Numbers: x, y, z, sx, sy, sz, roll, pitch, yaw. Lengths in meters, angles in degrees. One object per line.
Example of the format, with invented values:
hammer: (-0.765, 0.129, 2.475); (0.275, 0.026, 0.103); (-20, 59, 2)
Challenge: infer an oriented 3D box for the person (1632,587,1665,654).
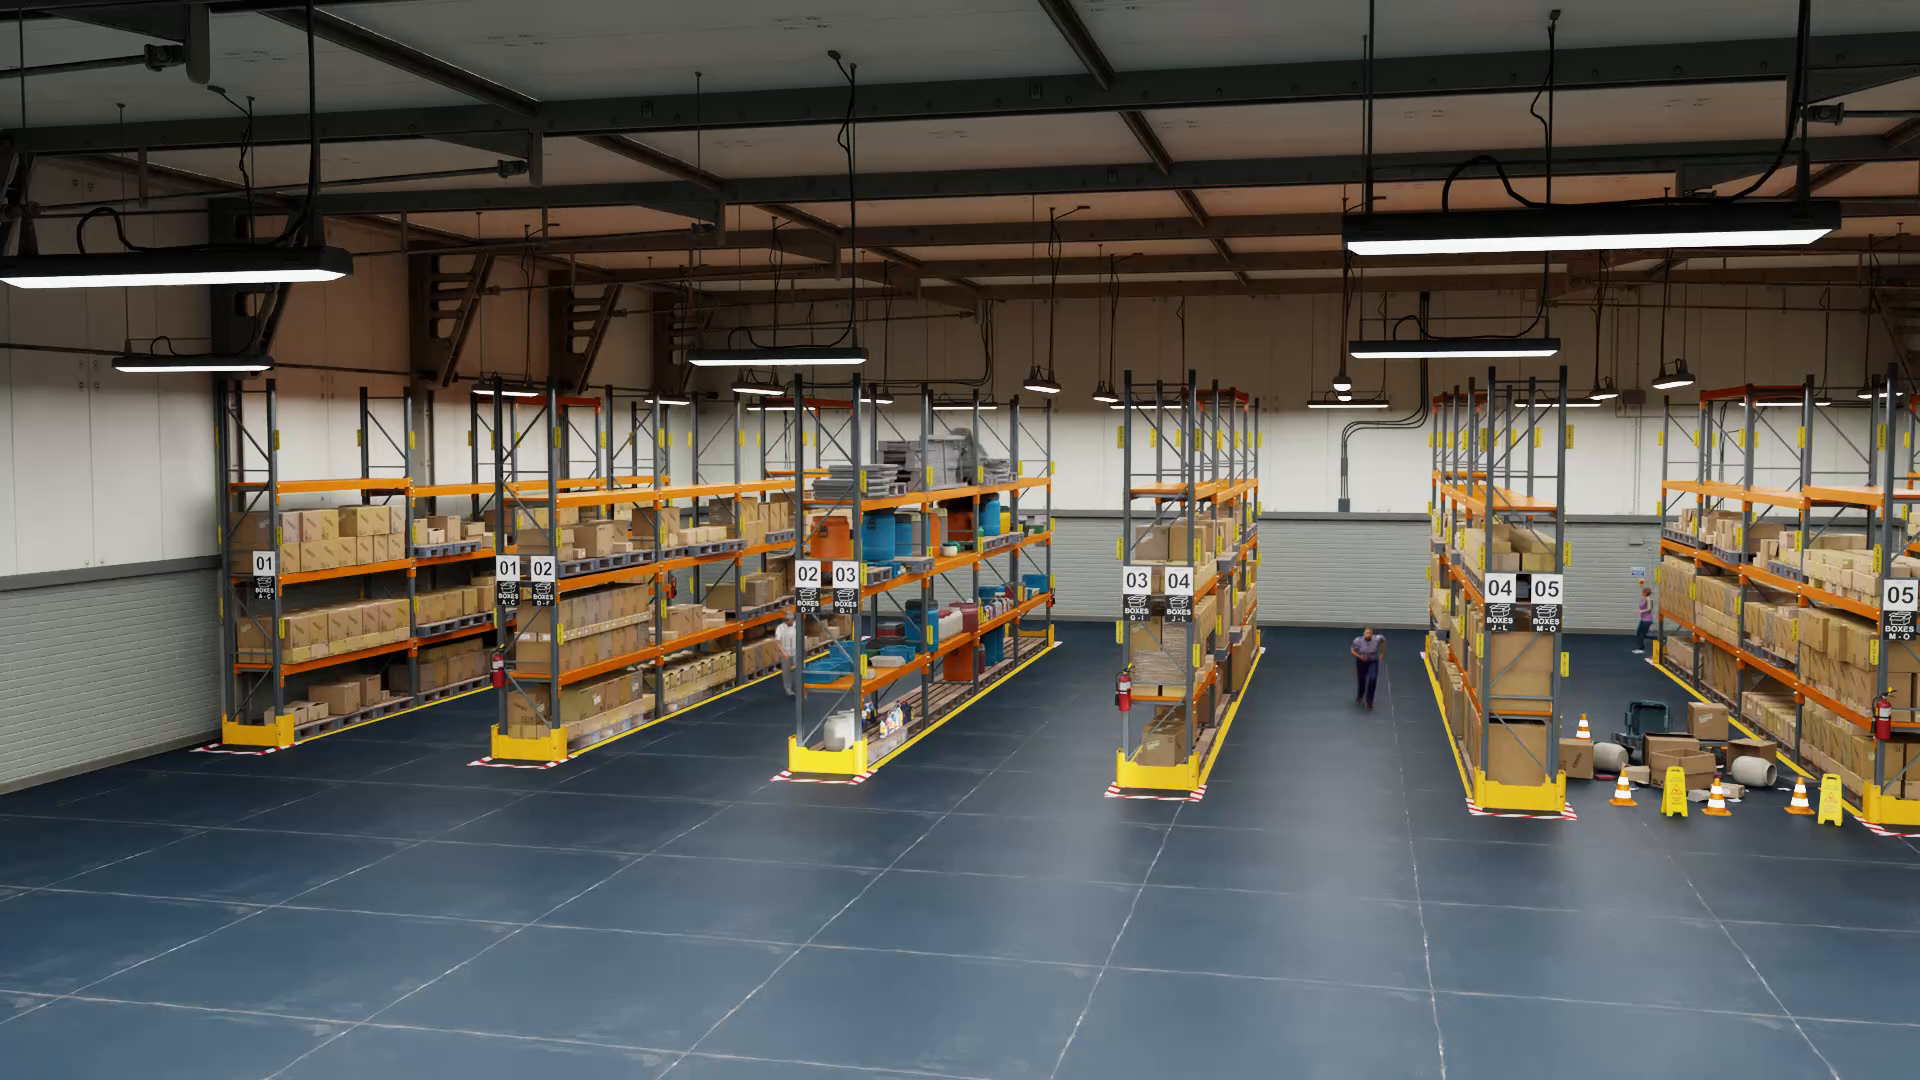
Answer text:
person: (16.109, 1.879, 38.898); (0.725, 1.567, 0.540); (1, 3, 11)

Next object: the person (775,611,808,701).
person: (-3.285, 2.247, 32.265); (0.619, 1.780, 0.833); (-1, 4, -12)

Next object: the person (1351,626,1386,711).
person: (7.631, 2.382, 31.179); (0.655, 1.615, 0.948); (0, 3, 5)
